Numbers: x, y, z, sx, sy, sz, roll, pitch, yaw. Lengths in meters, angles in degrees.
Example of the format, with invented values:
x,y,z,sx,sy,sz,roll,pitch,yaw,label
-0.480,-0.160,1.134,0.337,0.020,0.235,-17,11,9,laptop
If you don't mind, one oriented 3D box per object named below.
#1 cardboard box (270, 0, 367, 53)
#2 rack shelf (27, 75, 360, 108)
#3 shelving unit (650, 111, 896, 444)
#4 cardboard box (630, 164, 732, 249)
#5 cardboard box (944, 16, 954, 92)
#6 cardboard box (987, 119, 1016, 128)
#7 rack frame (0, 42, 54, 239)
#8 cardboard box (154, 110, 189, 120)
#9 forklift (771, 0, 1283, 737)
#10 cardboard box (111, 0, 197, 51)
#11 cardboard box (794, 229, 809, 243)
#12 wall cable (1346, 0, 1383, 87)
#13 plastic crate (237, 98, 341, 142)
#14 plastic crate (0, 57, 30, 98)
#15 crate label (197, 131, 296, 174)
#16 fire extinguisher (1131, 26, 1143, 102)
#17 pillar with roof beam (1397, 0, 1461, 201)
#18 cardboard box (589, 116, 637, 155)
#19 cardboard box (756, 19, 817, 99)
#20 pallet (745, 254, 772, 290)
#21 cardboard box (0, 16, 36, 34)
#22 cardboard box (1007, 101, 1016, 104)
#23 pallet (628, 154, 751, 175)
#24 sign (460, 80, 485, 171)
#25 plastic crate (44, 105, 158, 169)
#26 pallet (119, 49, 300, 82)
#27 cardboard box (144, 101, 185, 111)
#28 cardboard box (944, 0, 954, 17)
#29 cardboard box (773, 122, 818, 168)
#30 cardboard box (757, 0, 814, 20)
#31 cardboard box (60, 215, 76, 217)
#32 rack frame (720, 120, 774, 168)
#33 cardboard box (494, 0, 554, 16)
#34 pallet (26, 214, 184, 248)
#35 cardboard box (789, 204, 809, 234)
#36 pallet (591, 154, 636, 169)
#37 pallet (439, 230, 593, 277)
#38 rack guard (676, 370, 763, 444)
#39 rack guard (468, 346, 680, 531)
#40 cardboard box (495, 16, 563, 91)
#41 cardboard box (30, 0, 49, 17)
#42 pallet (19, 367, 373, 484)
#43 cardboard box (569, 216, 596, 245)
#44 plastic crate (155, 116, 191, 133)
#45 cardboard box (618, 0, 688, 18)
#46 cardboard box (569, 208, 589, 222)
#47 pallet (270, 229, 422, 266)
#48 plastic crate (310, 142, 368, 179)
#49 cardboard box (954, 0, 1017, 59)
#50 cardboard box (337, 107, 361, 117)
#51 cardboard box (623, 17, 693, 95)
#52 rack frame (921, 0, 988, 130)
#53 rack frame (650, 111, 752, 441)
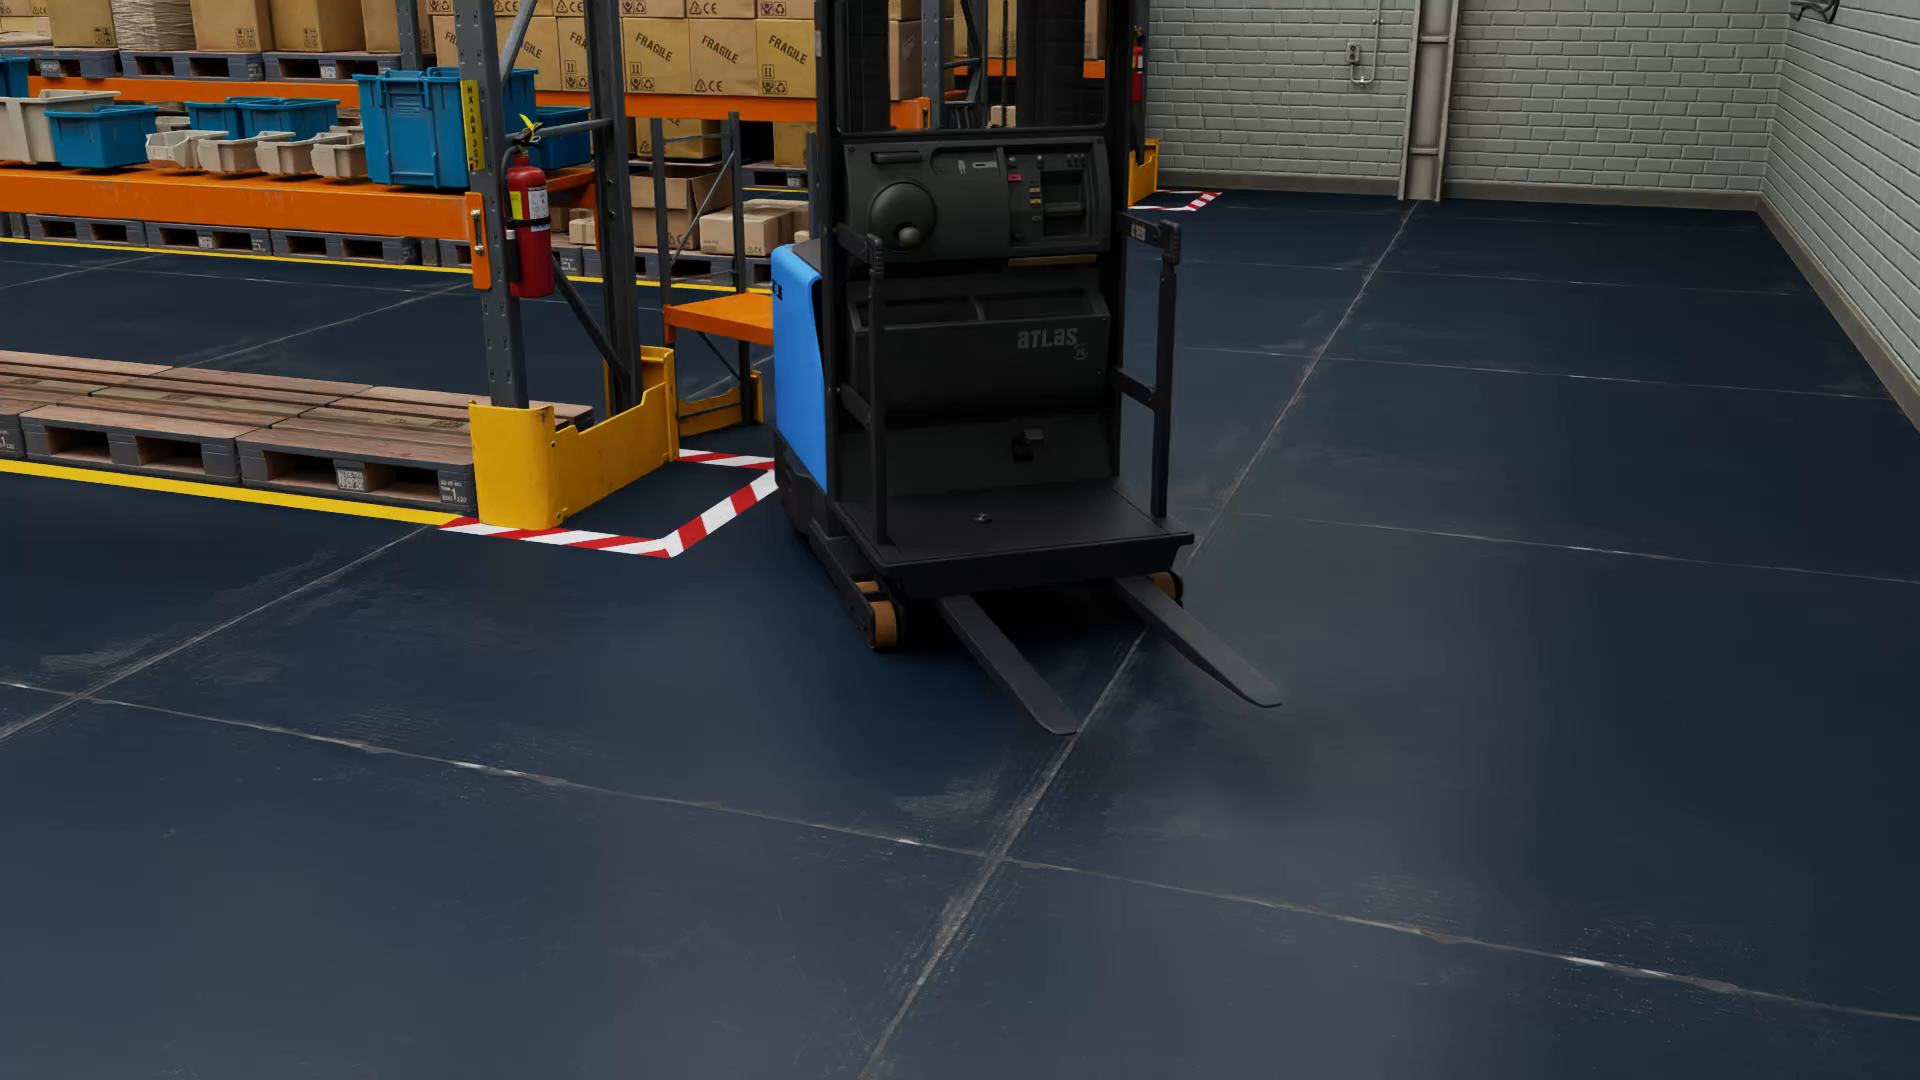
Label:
x,y,z,sx,sy,sz,roll,pitch,yaw,label
-4.850,-4.039,12.816,0.500,0.500,0.700,10,22,27,cardboard box
-5.695,-3.495,13.137,4.000,0.370,1.077,7,20,18,rack shelf
-0.824,-1.125,7.526,1.083,1.500,0.587,16,25,39,shelving unit
-2.030,-2.446,12.160,0.637,0.503,0.797,7,20,18,cardboard box
-0.360,-3.363,11.516,0.500,0.500,0.500,7,20,19,cardboard box
0.428,-3.843,16.204,0.500,0.500,0.700,6,20,18,cardboard box
-7.584,-4.050,13.638,0.127,3.000,1.000,7,20,18,rack frame
-6.569,-3.399,13.760,0.500,0.250,0.500,7,21,20,cardboard box
0.132,-1.165,5.465,1.130,2.935,3.031,-6,20,-16,forklift
-6.151,-4.105,13.005,0.500,0.500,0.700,11,22,28,cardboard box
-0.975,-2.110,11.708,0.250,0.166,0.380,7,20,18,cardboard box
3.115,-5.362,15.859,1.851,1.984,0.084,7,20,18,wall cable
-3.026,-1.867,7.538,0.300,0.233,0.416,7,20,18,plastic crate
-4.882,-2.155,8.134,0.575,0.384,0.392,7,20,18,plastic crate
-3.026,-1.640,7.034,0.243,0.136,0.396,7,20,18,crate label
1.586,-4.354,15.195,0.183,0.674,0.296,7,20,18,fire extinguisher
3.016,-6.198,10.687,0.400,9.000,9.100,7,20,18,pillar with roof beam
-3.681,-4.467,17.462,0.750,0.750,0.750,7,20,20,cardboard box
-1.031,-3.252,11.197,0.500,0.500,0.500,7,20,19,cardboard box
-0.853,-1.963,11.888,1.213,0.211,1.003,7,20,18,pallet
-10.756,-5.975,19.357,0.500,0.250,0.500,7,20,18,cardboard box
0.605,-4.199,16.238,0.250,0.149,0.380,7,20,18,cardboard box
-2.937,-3.902,17.450,1.213,0.211,1.003,7,20,18,pallet
-1.822,-1.551,6.220,0.005,0.325,0.100,7,20,18,sign
-3.681,-1.738,7.168,0.300,0.233,0.416,7,20,18,plastic crate
-5.746,-3.751,13.072,1.213,0.211,1.003,7,20,18,pallet
-9.040,-4.976,19.424,0.500,0.500,0.700,7,20,20,cardboard box
-0.360,-3.835,11.351,0.500,0.500,0.500,7,20,20,cardboard box
-1.511,-4.064,16.838,0.500,0.500,0.700,7,20,19,cardboard box
-1.016,-3.722,11.027,0.500,0.500,0.500,7,20,20,cardboard box
-7.248,-2.940,13.582,0.500,0.500,0.500,7,21,20,cardboard box
-2.184,-5.159,16.819,0.127,3.000,1.000,7,20,18,rack frame
-2.966,-3.944,11.661,0.500,0.500,0.500,6,20,16,cardboard box
-6.892,-2.641,13.832,1.213,0.211,1.003,7,20,18,pallet
-0.920,-2.296,12.116,0.500,0.250,0.500,7,20,18,cardboard box
-4.094,-4.033,17.826,1.213,0.211,1.003,7,20,18,pallet
-3.158,-2.227,12.644,1.213,0.211,1.003,7,20,18,pallet
-1.195,-0.644,8.045,0.087,0.250,0.587,16,25,39,rack guard
-1.630,-0.467,7.158,0.348,0.500,1.175,7,20,18,rack guard
-2.929,-3.471,11.826,0.500,0.500,0.500,7,20,19,cardboard box
-10.289,-6.271,19.066,0.500,0.500,0.500,6,20,18,cardboard box
-3.571,-0.563,7.871,1.213,0.211,1.003,7,20,18,pallet
-2.660,-2.285,12.211,0.250,0.166,0.380,7,20,18,cardboard box
-3.691,-1.888,7.744,0.466,0.136,0.293,7,20,18,plastic crate
-1.992,-3.832,11.343,0.500,0.500,0.500,7,20,20,cardboard box
-2.801,-2.485,12.810,0.250,0.149,0.380,7,20,18,cardboard box
-4.587,-2.377,13.076,1.213,0.211,1.003,7,20,18,pallet
-2.486,-1.582,6.867,0.243,0.136,0.396,7,20,18,plastic crate
0.419,-4.995,15.894,0.700,0.700,0.980,6,20,18,cardboard box
-6.660,-4.680,18.574,0.500,0.500,0.700,7,20,19,cardboard box
-1.977,-3.362,11.512,0.500,0.500,0.500,6,20,17,cardboard box
-0.027,-3.186,11.159,0.127,3.000,1.000,7,20,18,rack frame
-1.210,-1.239,7.851,0.032,1.500,0.500,16,25,39,rack frame
